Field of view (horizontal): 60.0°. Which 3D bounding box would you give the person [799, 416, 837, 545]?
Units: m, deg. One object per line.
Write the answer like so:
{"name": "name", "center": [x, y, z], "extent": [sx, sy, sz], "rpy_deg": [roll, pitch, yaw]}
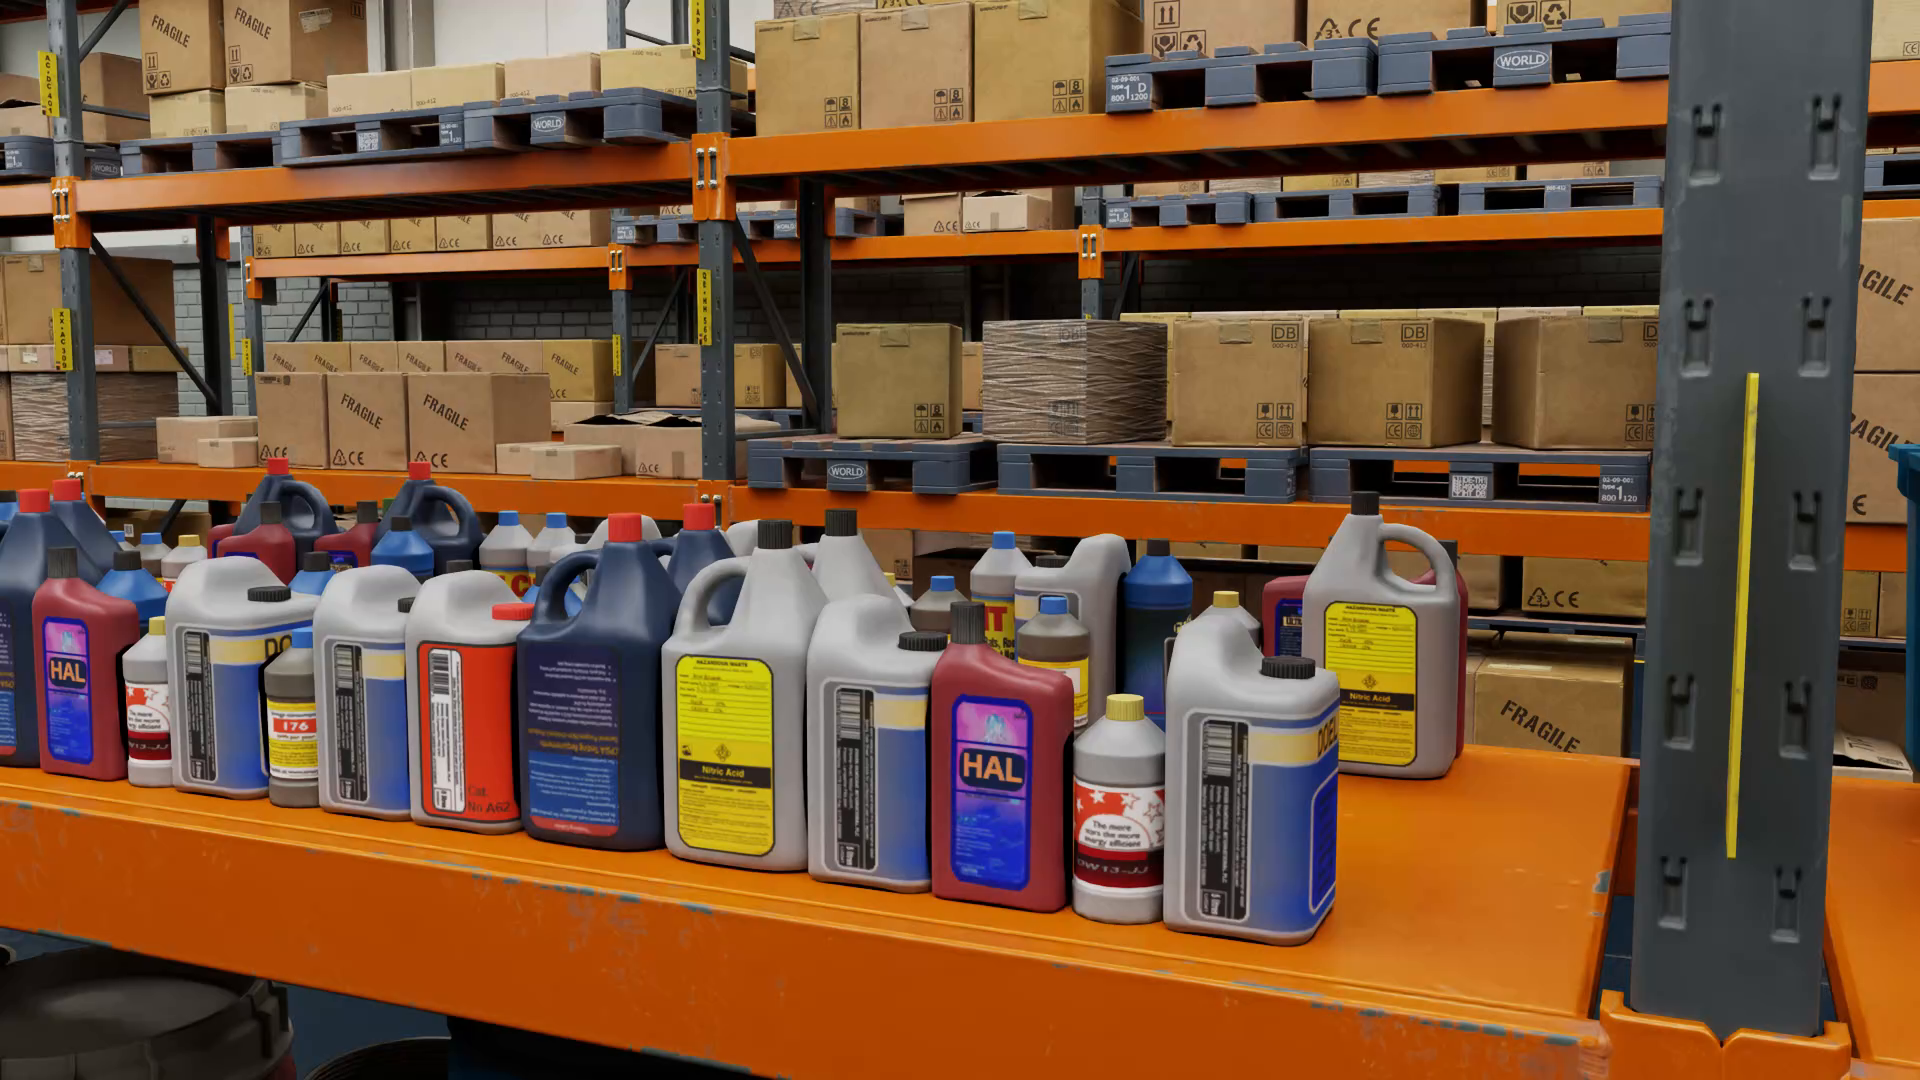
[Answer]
{"name": "person", "center": [-0.780, -0.009, 10.019], "extent": [0.856, 1.559, 0.417], "rpy_deg": [-4, 7, -37]}
